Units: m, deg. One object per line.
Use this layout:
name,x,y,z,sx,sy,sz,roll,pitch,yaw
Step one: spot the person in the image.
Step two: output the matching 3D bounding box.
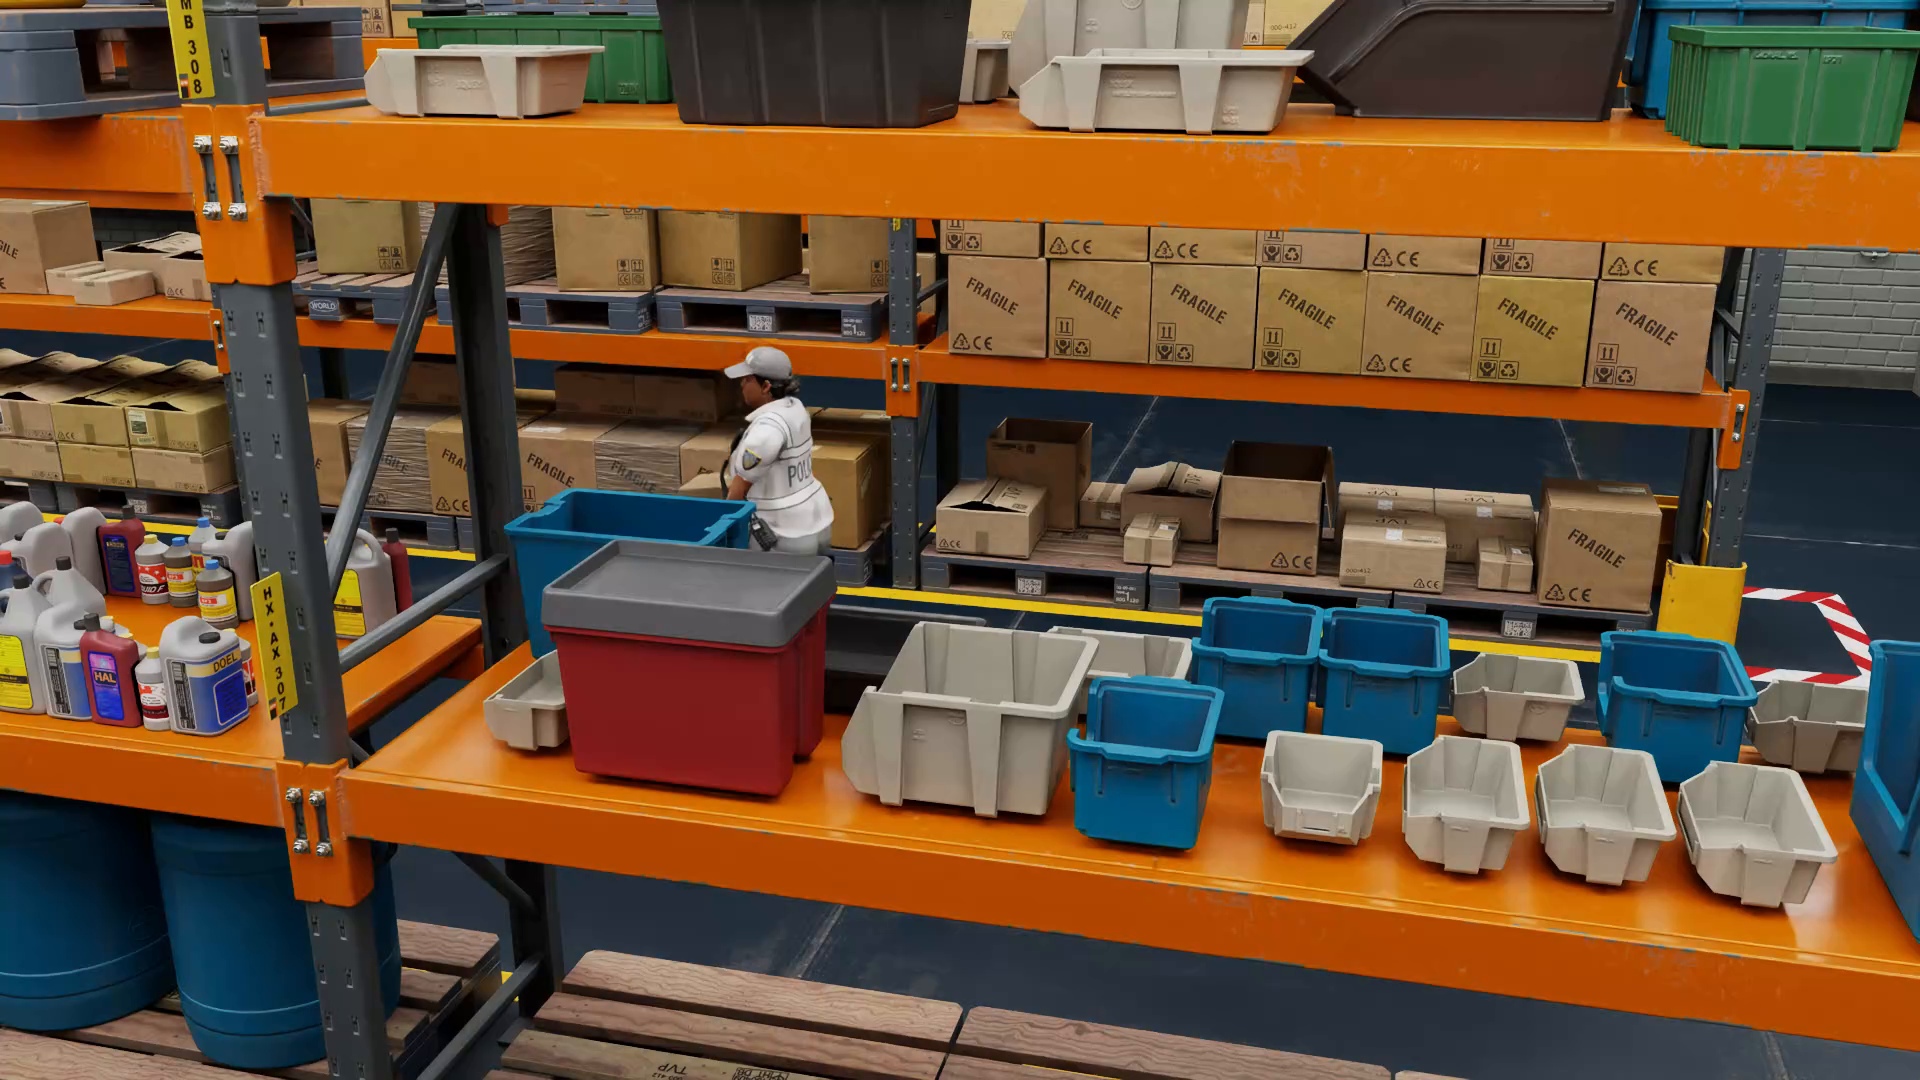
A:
person,-0.828,-0.011,7.109,0.553,1.661,0.452,4,19,13
